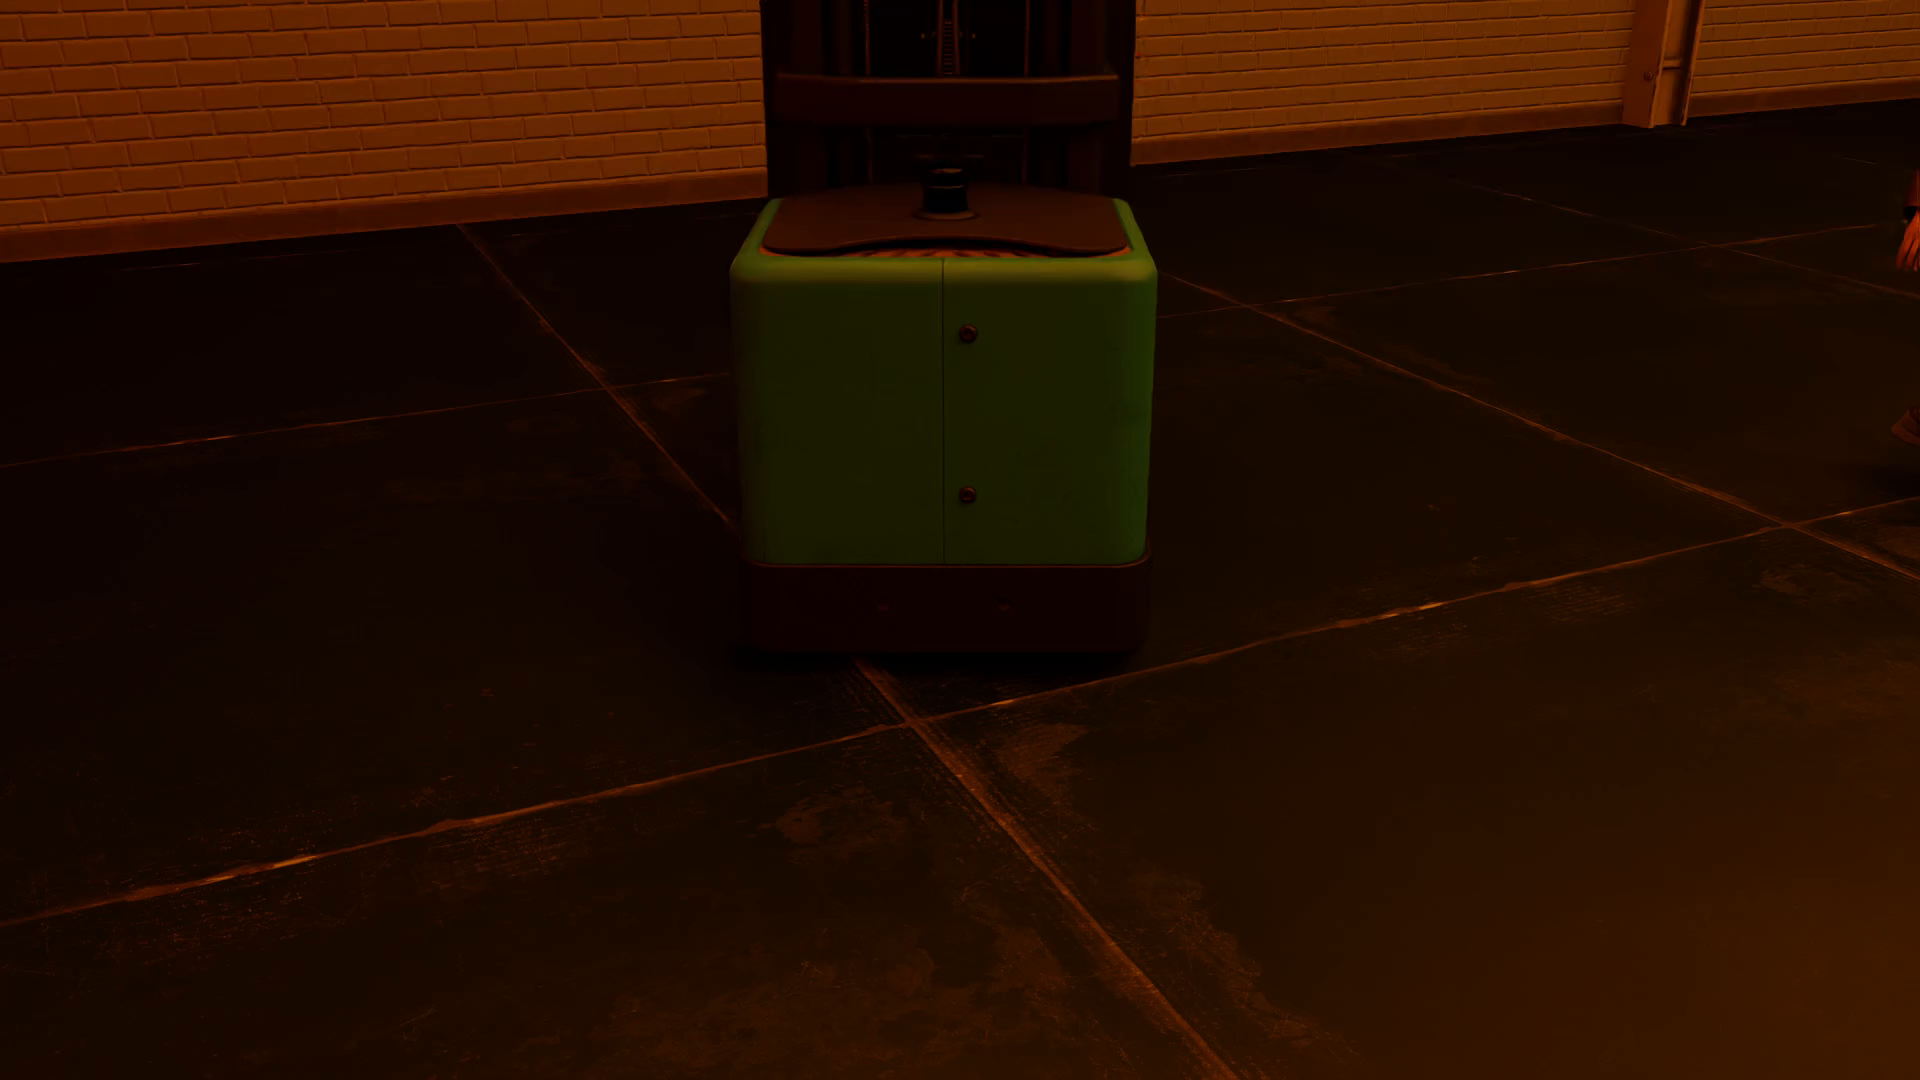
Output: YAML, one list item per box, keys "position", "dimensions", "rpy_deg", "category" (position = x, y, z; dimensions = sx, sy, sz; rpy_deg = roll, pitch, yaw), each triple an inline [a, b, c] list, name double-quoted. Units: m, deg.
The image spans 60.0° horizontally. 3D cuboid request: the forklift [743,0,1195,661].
- position: [-0.115, -1.579, 5.086]
  dimensions: [1.130, 2.935, 3.031]
  rpy_deg: [-3, 23, -7]
  category: "forklift"
